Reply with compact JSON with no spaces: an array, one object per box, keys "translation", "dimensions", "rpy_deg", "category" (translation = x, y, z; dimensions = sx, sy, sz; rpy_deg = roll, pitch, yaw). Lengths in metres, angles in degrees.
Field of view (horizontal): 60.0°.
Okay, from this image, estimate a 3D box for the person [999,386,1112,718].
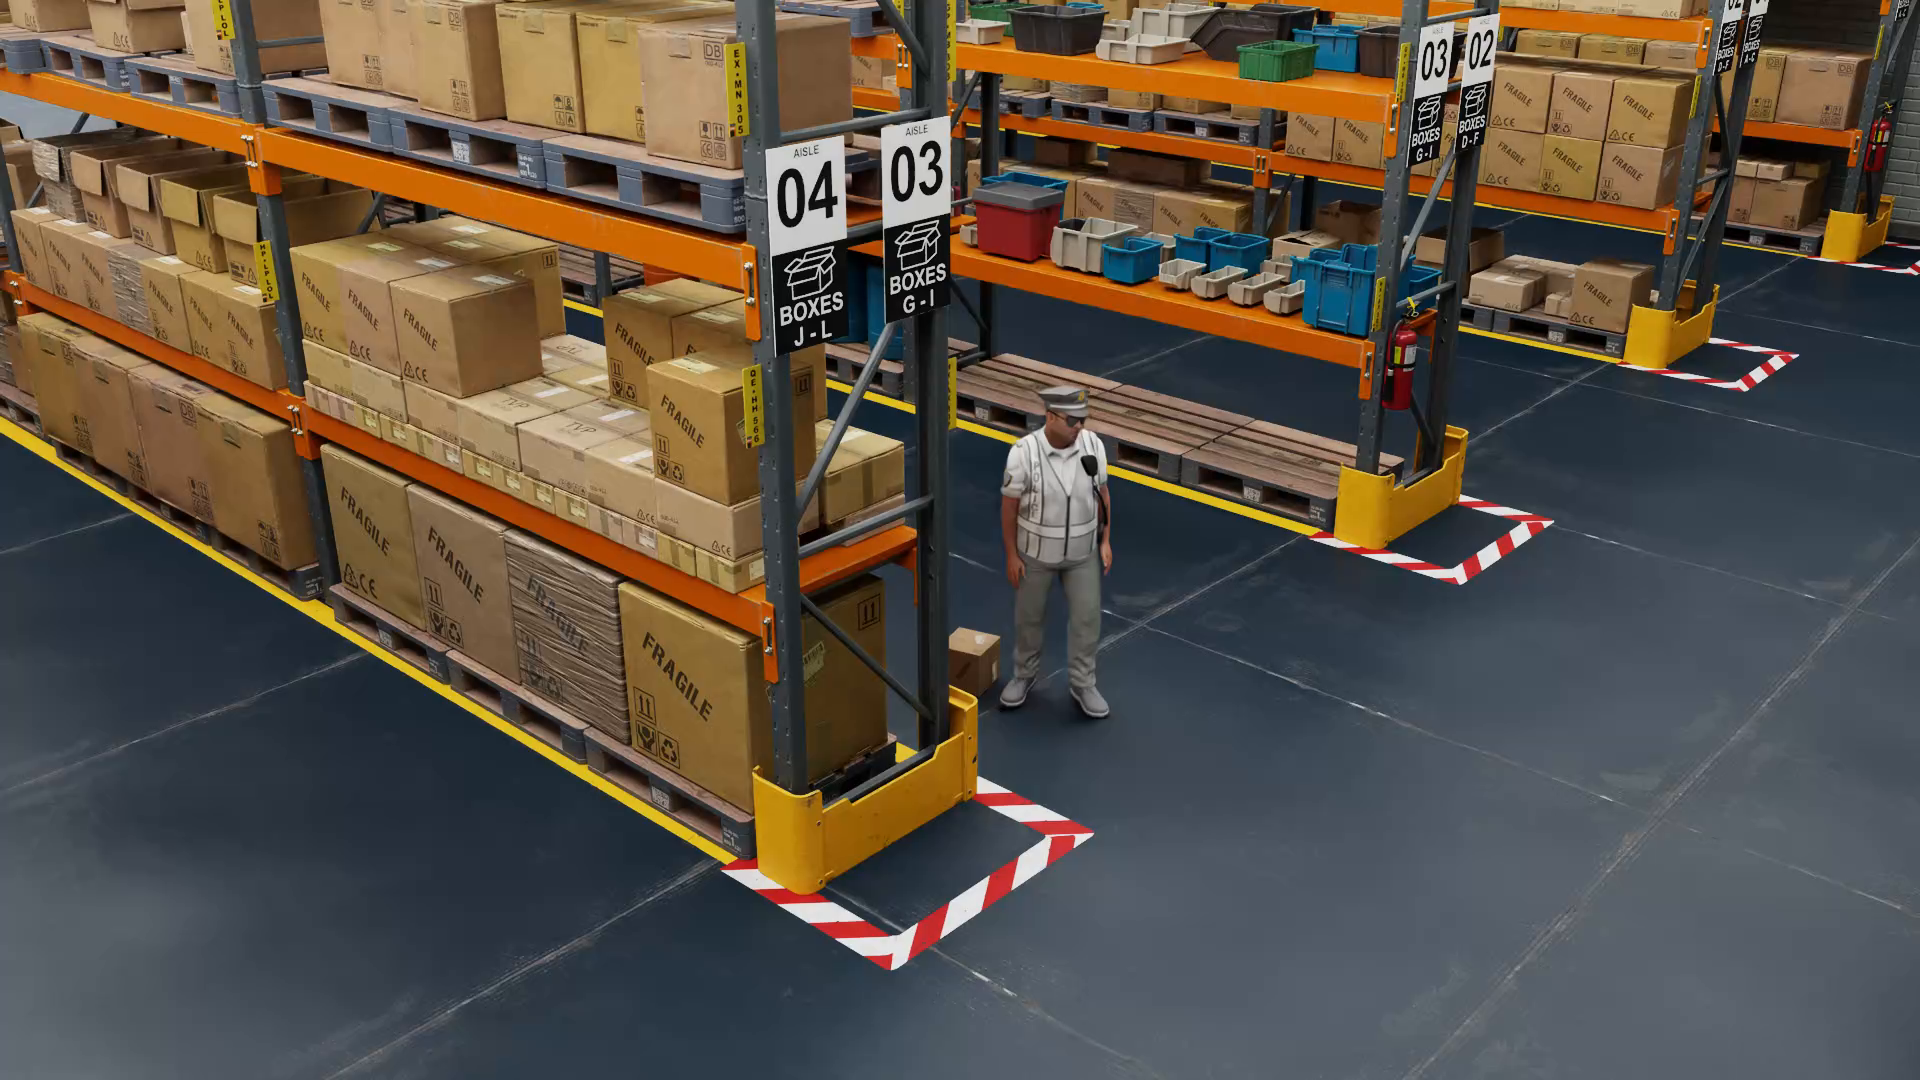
[{"translation":[0.494,0.047,8.432],"dimensions":[0.585,1.753,0.480],"rpy_deg":[-4,24,-10],"category":"person"}]
